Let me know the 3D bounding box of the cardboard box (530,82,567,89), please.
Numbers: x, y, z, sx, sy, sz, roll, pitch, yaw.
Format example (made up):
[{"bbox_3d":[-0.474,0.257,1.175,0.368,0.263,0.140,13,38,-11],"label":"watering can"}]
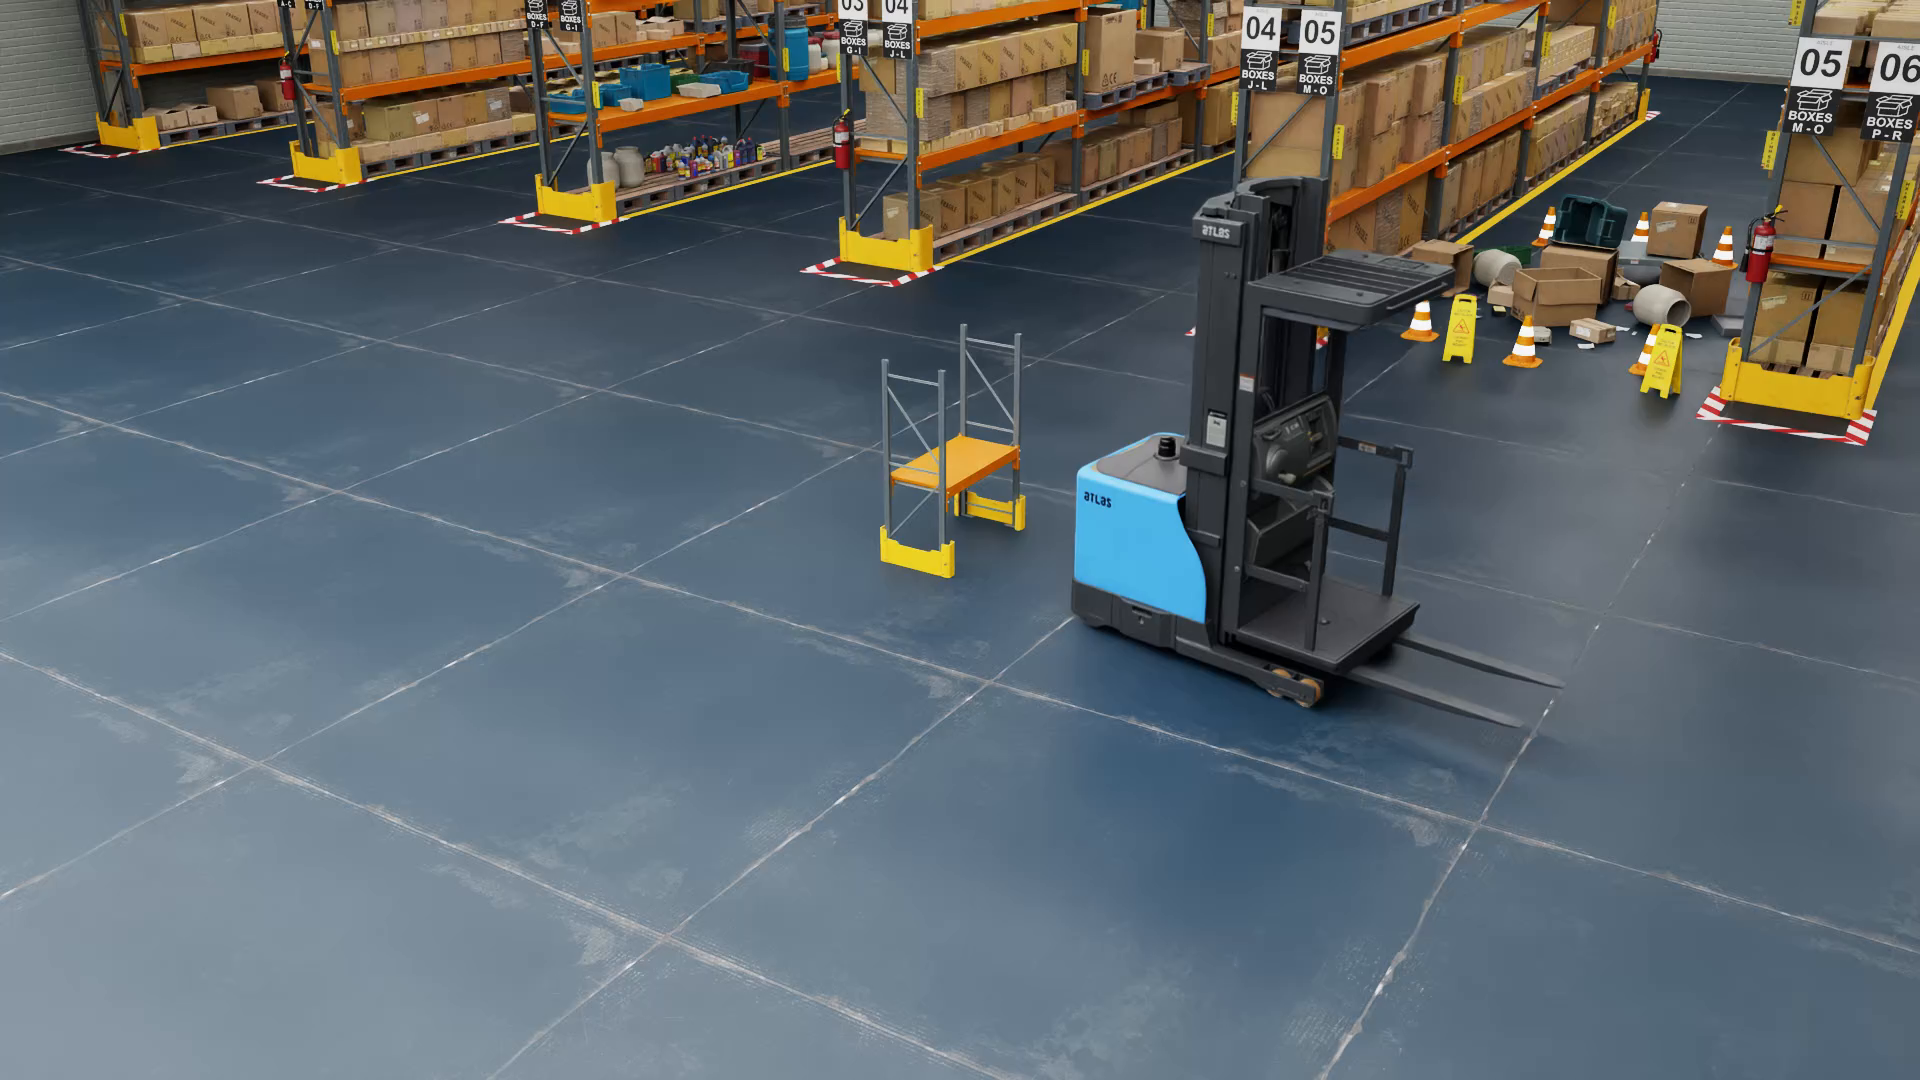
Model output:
[{"bbox_3d":[-6.987,-7.649,28.370,0.500,0.311,0.500,15,27,30],"label":"cardboard box"}]

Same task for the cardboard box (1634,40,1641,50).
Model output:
[{"bbox_3d":[11.349,-8.447,28.303,0.380,0.149,0.250,15,27,30],"label":"cardboard box"}]

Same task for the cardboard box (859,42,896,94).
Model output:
[{"bbox_3d":[-0.842,-5.538,19.509,0.500,0.500,0.500,14,27,29],"label":"cardboard box"}]

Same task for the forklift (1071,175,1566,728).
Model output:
[{"bbox_3d":[2.183,-0.583,9.908,3.031,2.935,1.130,19,30,36],"label":"forklift"}]

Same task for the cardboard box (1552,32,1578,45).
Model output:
[{"bbox_3d":[8.972,-7.462,24.750,0.380,0.149,0.250,13,27,27],"label":"cardboard box"}]

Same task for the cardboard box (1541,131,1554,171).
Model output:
[{"bbox_3d":[8.310,-5.688,24.230,0.500,0.500,0.500,14,27,30],"label":"cardboard box"}]

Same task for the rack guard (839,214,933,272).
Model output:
[{"bbox_3d":[-0.882,-3.538,19.794,1.175,0.500,0.348,14,27,29],"label":"rack guard"}]

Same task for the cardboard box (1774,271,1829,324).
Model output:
[{"bbox_3d":[7.970,-2.360,15.914,0.500,0.500,0.500,15,28,31],"label":"cardboard box"}]

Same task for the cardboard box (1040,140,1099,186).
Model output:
[{"bbox_3d":[1.530,-5.267,23.234,0.700,0.500,0.500,12,26,25],"label":"cardboard box"}]

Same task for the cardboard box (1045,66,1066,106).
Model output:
[{"bbox_3d":[0.898,-6.053,21.957,0.875,0.500,0.500,14,27,29],"label":"cardboard box"}]

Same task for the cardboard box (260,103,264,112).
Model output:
[{"bbox_3d":[-12.298,-7.482,28.792,0.380,0.149,0.250,12,26,25],"label":"cardboard box"}]

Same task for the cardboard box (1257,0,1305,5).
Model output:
[{"bbox_3d":[3.259,-5.493,16.547,0.500,0.250,0.500,14,27,30],"label":"cardboard box"}]

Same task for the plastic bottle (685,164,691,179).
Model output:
[{"bbox_3d":[-3.855,-5.197,23.448,0.097,0.201,0.097,0,23,0],"label":"plastic bottle"}]

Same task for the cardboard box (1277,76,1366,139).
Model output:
[{"bbox_3d":[3.678,-4.473,17.258,0.875,0.550,0.550,14,27,29],"label":"cardboard box"}]

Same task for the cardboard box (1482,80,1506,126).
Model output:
[{"bbox_3d":[6.654,-5.613,21.315,0.500,0.500,0.500,14,27,30],"label":"cardboard box"}]

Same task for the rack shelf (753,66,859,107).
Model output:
[{"bbox_3d":[-1.965,-7.393,26.457,1.077,0.370,4.000,14,27,29],"label":"rack shelf"}]

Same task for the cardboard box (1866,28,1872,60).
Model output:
[{"bbox_3d":[7.816,-4.423,14.730,0.500,0.250,0.500,13,27,28],"label":"cardboard box"}]

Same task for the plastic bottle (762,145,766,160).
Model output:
[{"bbox_3d":[-2.947,-5.778,24.789,0.097,0.201,0.097,0,23,0],"label":"plastic bottle"}]

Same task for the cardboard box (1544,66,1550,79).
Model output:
[{"bbox_3d":[8.149,-6.654,23.633,0.380,0.149,0.250,15,28,32],"label":"cardboard box"}]

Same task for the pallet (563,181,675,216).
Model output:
[{"bbox_3d":[-4.697,-4.727,22.903,1.003,0.211,1.213,14,27,29],"label":"pallet"}]

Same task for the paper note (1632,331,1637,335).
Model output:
[{"bbox_3d":[6.966,-2.137,17.174,0.032,0.001,0.123,14,27,29],"label":"paper note"}]

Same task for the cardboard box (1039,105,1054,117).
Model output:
[{"bbox_3d":[1.001,-5.606,21.741,0.380,0.149,0.250,14,27,29],"label":"cardboard box"}]

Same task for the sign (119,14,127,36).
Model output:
[{"bbox_3d":[-13.086,-8.058,25.997,0.100,0.325,0.005,14,27,29],"label":"sign"}]

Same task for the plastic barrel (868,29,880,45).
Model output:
[{"bbox_3d":[-1.494,-7.915,26.617,0.421,0.512,0.421,0,23,0],"label":"plastic barrel"}]

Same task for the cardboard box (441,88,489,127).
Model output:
[{"bbox_3d":[-7.820,-6.824,26.226,0.500,0.500,0.500,14,27,29],"label":"cardboard box"}]

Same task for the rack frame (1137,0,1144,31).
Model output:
[{"bbox_3d":[3.310,-11.098,34.110,1.000,3.000,0.127,14,27,29],"label":"rack frame"}]

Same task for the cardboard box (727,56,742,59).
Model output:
[{"bbox_3d":[-4.093,-8.932,31.699,0.500,0.500,0.500,13,27,28],"label":"cardboard box"}]

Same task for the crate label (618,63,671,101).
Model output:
[{"bbox_3d":[-4.389,-6.392,23.195,0.502,0.435,0.616,14,27,29],"label":"crate label"}]

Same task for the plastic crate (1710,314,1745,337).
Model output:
[{"bbox_3d":[8.082,-2.235,17.313,0.402,0.080,0.583,5,24,11],"label":"plastic crate"}]

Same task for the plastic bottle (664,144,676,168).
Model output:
[{"bbox_3d":[-4.221,-5.579,24.141,0.144,0.351,0.185,15,28,31],"label":"plastic bottle"}]

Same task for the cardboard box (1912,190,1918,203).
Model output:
[{"bbox_3d":[9.570,-3.560,17.014,0.380,0.149,0.250,15,27,30],"label":"cardboard box"}]

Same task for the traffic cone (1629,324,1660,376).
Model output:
[{"bbox_3d":[6.628,-1.834,15.905,0.336,0.463,0.334,14,27,29],"label":"traffic cone"}]

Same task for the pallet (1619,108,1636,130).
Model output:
[{"bbox_3d":[11.179,-7.414,29.111,1.003,0.211,1.213,14,27,29],"label":"pallet"}]

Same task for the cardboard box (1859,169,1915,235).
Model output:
[{"bbox_3d":[8.253,-3.043,15.003,0.500,0.500,0.500,15,27,31],"label":"cardboard box"}]

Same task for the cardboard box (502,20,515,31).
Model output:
[{"bbox_3d":[-7.320,-8.211,26.499,0.380,0.149,0.250,13,27,28],"label":"cardboard box"}]

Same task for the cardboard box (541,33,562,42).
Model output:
[{"bbox_3d":[-6.919,-8.361,27.956,0.396,0.266,0.258,13,27,28],"label":"cardboard box"}]

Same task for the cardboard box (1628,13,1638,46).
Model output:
[{"bbox_3d":[10.852,-8.451,27.496,0.500,0.500,0.500,15,28,32],"label":"cardboard box"}]

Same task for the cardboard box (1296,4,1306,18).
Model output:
[{"bbox_3d":[3.259,-5.354,16.729,0.380,0.149,0.250,14,27,29],"label":"cardboard box"}]

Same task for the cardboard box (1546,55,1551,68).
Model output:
[{"bbox_3d":[8.163,-6.804,23.605,0.380,0.149,0.250,13,27,27],"label":"cardboard box"}]

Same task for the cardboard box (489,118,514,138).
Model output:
[{"bbox_3d":[-7.558,-6.649,26.766,0.500,0.250,0.500,14,27,29],"label":"cardboard box"}]

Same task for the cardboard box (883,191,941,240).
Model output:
[{"bbox_3d":[-0.579,-3.913,20.130,0.500,0.500,0.500,20,30,38],"label":"cardboard box"}]

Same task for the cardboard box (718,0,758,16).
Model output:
[{"bbox_3d":[-4.235,-10.181,31.337,0.700,0.500,0.500,20,31,39],"label":"cardboard box"}]

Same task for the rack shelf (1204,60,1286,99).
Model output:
[{"bbox_3d":[4.352,-7.705,27.178,1.077,0.370,4.000,14,27,29],"label":"rack shelf"}]

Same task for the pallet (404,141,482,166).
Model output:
[{"bbox_3d":[-8.324,-6.134,26.154,1.003,0.211,1.213,14,27,29],"label":"pallet"}]

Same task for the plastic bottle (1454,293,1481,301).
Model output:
[{"bbox_3d":[5.607,-2.682,18.368,0.283,0.061,0.133,5,24,11],"label":"plastic bottle"}]

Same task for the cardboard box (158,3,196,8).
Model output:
[{"bbox_3d":[-12.936,-8.605,27.572,0.500,0.500,0.500,13,27,28],"label":"cardboard box"}]

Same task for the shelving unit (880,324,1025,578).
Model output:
[{"bbox_3d":[-0.040,-0.663,11.893,0.587,1.500,1.083,14,27,29],"label":"shelving unit"}]

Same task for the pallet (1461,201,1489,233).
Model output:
[{"bbox_3d":[6.334,-4.346,22.024,1.003,0.211,1.213,14,27,29],"label":"pallet"}]

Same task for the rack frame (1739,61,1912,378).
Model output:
[{"bbox_3d":[7.497,-2.583,14.441,1.000,3.000,0.127,14,27,29],"label":"rack frame"}]

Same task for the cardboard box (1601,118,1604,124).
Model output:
[{"bbox_3d":[10.464,-6.955,27.601,0.380,0.149,0.250,13,26,27],"label":"cardboard box"}]

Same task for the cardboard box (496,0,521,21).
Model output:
[{"bbox_3d":[-7.455,-8.577,26.529,0.700,0.500,0.500,14,27,29],"label":"cardboard box"}]

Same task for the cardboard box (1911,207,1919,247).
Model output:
[{"bbox_3d":[11.028,-3.831,20.102,0.950,0.372,0.625,13,27,28],"label":"cardboard box"}]

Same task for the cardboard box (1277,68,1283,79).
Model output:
[{"bbox_3d":[4.616,-7.406,27.727,1.225,0.875,0.875,13,27,27],"label":"cardboard box"}]

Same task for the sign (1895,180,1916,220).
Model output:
[{"bbox_3d":[7.958,-2.867,14.007,0.100,0.325,0.005,14,27,29],"label":"sign"}]

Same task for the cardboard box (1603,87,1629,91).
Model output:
[{"bbox_3d":[11.213,-7.651,28.459,0.380,0.149,0.250,13,26,27],"label":"cardboard box"}]
